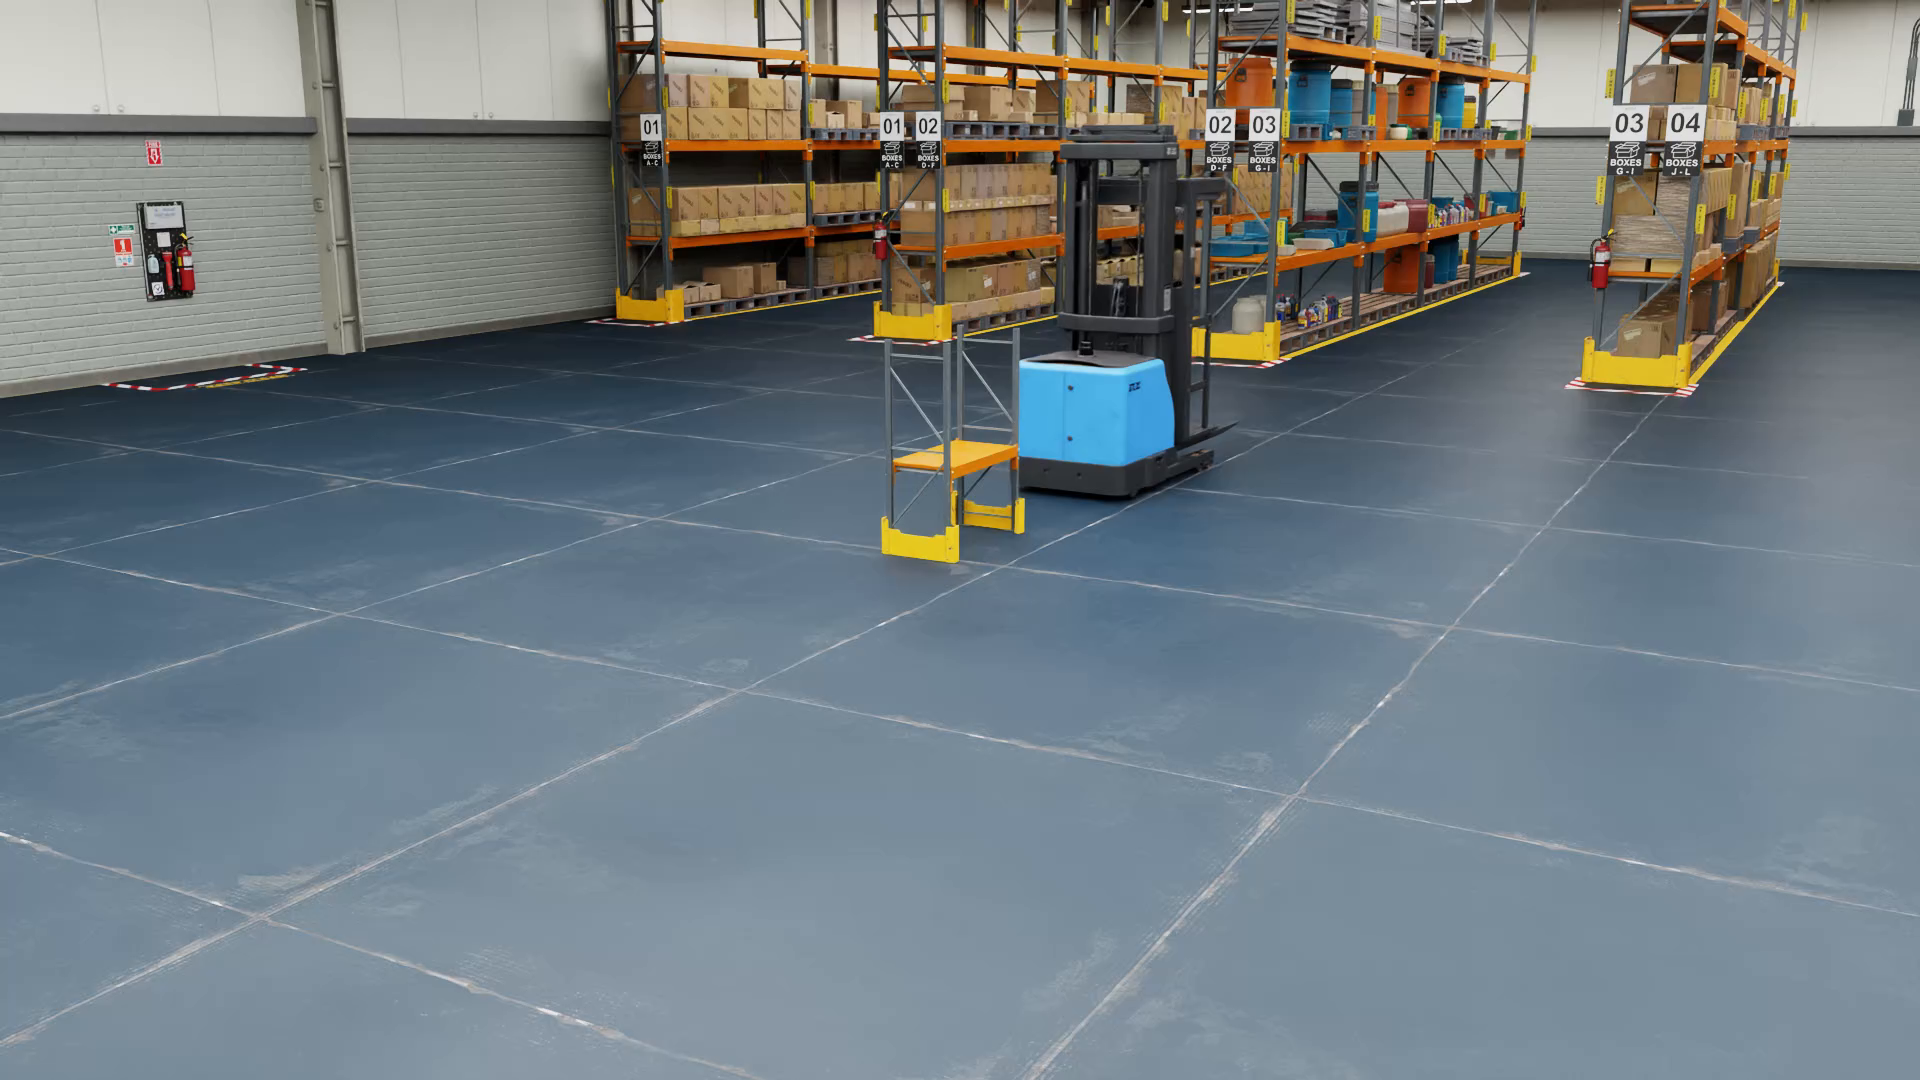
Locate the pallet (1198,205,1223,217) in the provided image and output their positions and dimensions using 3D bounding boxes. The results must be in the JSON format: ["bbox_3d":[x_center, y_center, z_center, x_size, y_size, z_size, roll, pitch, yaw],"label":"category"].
[{"bbox_3d":[4.635,-6.652,33.635,1.003,0.211,1.213,7,15,28],"label":"pallet"}]

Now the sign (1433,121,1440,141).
[{"bbox_3d":[8.002,-6.861,27.914,0.100,0.325,0.005,7,15,28],"label":"sign"}]

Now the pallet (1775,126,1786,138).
[{"bbox_3d":[14.782,-7.605,30.967,1.003,0.211,1.213,7,15,28],"label":"pallet"}]

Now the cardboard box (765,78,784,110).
[{"bbox_3d":[-3.351,-7.571,28.247,0.500,0.500,0.500,8,16,31],"label":"cardboard box"}]

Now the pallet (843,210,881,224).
[{"bbox_3d":[-2.076,-6.133,31.481,1.003,0.211,1.213,7,15,28],"label":"pallet"}]

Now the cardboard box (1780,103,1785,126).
[{"bbox_3d":[15.516,-8.241,32.095,0.700,0.500,0.500,6,15,25],"label":"cardboard box"}]

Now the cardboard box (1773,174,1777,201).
[{"bbox_3d":[14.734,-6.487,30.625,0.500,0.500,0.500,7,15,26],"label":"cardboard box"}]

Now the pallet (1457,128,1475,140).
[{"bbox_3d":[8.612,-7.296,29.901,1.003,0.211,1.213,7,15,28],"label":"pallet"}]

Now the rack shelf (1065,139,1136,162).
[{"bbox_3d":[2.216,-6.774,28.868,1.077,0.370,4.000,7,15,28],"label":"rack shelf"}]

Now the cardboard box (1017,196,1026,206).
[{"bbox_3d":[0.812,-5.331,26.148,0.380,0.149,0.250,7,15,28],"label":"cardboard box"}]

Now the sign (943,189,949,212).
[{"bbox_3d":[-0.202,-4.830,23.652,0.100,0.325,0.005,7,15,28],"label":"sign"}]

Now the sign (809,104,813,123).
[{"bbox_3d":[-2.610,-7.466,29.097,0.100,0.325,0.005,7,15,28],"label":"sign"}]

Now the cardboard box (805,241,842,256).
[{"bbox_3d":[-2.538,-5.423,30.922,0.500,0.250,0.500,7,15,27],"label":"cardboard box"}]

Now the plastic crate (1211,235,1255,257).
[{"bbox_3d":[3.630,-3.937,22.282,0.499,0.251,0.616,7,15,28],"label":"plastic crate"}]

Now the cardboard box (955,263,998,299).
[{"bbox_3d":[0.240,-3.959,25.424,0.500,0.500,0.500,7,15,28],"label":"cardboard box"}]

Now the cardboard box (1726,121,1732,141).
[{"bbox_3d":[9.666,-5.289,21.490,0.500,0.250,0.500,8,16,29],"label":"cardboard box"}]

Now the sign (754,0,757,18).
[{"bbox_3d":[-3.578,-9.325,29.183,0.100,0.325,0.005,7,15,28],"label":"sign"}]

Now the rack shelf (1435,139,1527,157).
[{"bbox_3d":[10.418,-7.854,33.345,1.077,0.370,4.000,7,15,28],"label":"rack shelf"}]

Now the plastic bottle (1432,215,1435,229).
[{"bbox_3d":[8.233,-5.601,29.131,0.152,0.276,0.135,7,15,28],"label":"plastic bottle"}]

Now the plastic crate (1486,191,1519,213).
[{"bbox_3d":[11.386,-7.112,34.930,0.616,0.435,0.499,7,15,28],"label":"plastic crate"}]

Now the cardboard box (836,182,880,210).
[{"bbox_3d":[-1.957,-6.543,31.623,0.700,0.500,0.500,7,15,28],"label":"cardboard box"}]

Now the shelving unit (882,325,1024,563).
[{"bbox_3d":[-0.037,-0.713,11.793,0.587,1.500,1.083,7,15,28],"label":"shelving unit"}]

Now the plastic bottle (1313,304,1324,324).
[{"bbox_3d":[5.194,-3.280,24.112,0.152,0.276,0.135,8,16,29],"label":"plastic bottle"}]

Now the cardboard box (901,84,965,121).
[{"bbox_3d":[-0.403,-6.333,24.087,0.797,0.503,0.637,9,16,32],"label":"cardboard box"}]

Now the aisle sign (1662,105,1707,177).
[{"bbox_3d":[8.218,-4.529,18.872,0.394,0.787,0.004,7,15,28],"label":"aisle sign"}]

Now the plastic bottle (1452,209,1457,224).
[{"bbox_3d":[9.058,-5.951,30.583,0.152,0.276,0.135,7,15,28],"label":"plastic bottle"}]

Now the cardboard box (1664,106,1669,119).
[{"bbox_3d":[8.321,-4.921,19.115,0.380,0.149,0.250,7,15,28],"label":"cardboard box"}]

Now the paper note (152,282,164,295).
[{"bbox_3d":[-9.716,-3.047,20.150,0.016,0.148,0.142,7,15,28],"label":"paper note"}]

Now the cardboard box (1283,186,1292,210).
[{"bbox_3d":[7.072,-7.643,37.124,0.500,0.500,0.500,8,16,30],"label":"cardboard box"}]

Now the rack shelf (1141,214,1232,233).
[{"bbox_3d":[4.150,-6.137,32.623,1.077,0.370,4.000,7,15,28],"label":"rack shelf"}]

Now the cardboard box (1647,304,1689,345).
[{"bbox_3d":[9.189,-2.789,21.640,0.500,0.500,0.500,6,15,23],"label":"cardboard box"}]

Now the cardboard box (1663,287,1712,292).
[{"bbox_3d":[10.482,-3.350,23.925,0.700,0.500,0.500,7,15,28],"label":"cardboard box"}]

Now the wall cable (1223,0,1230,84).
[{"bbox_3d":[8.127,-12.954,42.413,3.097,2.526,0.112,7,15,28],"label":"wall cable"}]

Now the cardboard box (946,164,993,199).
[{"bbox_3d":[0.070,-5.431,25.181,0.700,0.500,0.500,7,15,28],"label":"cardboard box"}]

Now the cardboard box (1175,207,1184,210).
[{"bbox_3d":[3.998,-6.637,32.054,0.700,0.500,0.500,11,17,38],"label":"cardboard box"}]

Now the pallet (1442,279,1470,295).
[{"bbox_3d":[9.041,-4.826,31.600,1.003,0.211,1.213,7,15,28],"label":"pallet"}]

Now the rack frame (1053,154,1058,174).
[{"bbox_3d":[2.712,-8.278,39.970,1.000,3.000,0.127,7,15,28],"label":"rack frame"}]

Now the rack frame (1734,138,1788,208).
[{"bbox_3d":[15.720,-6.594,32.986,1.000,3.000,0.127,7,15,28],"label":"rack frame"}]

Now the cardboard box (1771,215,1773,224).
[{"bbox_3d":[14.847,-5.941,30.811,0.380,0.149,0.250,8,15,29],"label":"cardboard box"}]

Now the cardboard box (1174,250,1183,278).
[{"bbox_3d":[4.148,-5.346,32.204,0.500,0.500,0.500,7,15,27],"label":"cardboard box"}]

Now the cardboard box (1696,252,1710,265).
[{"bbox_3d":[9.142,-3.518,20.761,0.380,0.149,0.250,7,15,28],"label":"cardboard box"}]

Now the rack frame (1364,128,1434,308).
[{"bbox_3d":[7.517,-5.514,28.506,1.000,3.000,0.127,7,15,28],"label":"rack frame"}]

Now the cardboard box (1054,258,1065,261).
[{"bbox_3d":[1.930,-4.823,29.415,0.500,0.311,0.500,7,15,27],"label":"cardboard box"}]

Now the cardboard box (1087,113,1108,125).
[{"bbox_3d":[2.227,-7.230,28.648,0.500,0.250,0.500,6,15,23],"label":"cardboard box"}]

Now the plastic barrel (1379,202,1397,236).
[{"bbox_3d":[6.802,-5.170,26.790,0.433,0.535,0.433,0,14,0],"label":"plastic barrel"}]

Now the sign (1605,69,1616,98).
[{"bbox_3d":[7.509,-5.267,19.193,0.100,0.325,0.005,7,15,28],"label":"sign"}]

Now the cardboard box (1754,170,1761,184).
[{"bbox_3d":[13.485,-6.178,28.906,0.797,0.503,0.637,7,15,27],"label":"cardboard box"}]

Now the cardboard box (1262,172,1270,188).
[{"bbox_3d":[6.337,-7.814,35.698,0.500,0.500,0.500,8,16,30],"label":"cardboard box"}]

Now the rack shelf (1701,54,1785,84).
[{"bbox_3d":[12.820,-7.736,27.308,1.077,0.370,4.000,7,15,28],"label":"rack shelf"}]

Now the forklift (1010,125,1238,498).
[{"bbox_3d":[1.585,-2.062,14.333,1.130,2.935,3.031,8,16,29],"label":"forklift"}]

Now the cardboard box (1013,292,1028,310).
[{"bbox_3d":[0.737,-3.797,26.356,0.500,0.250,0.500,7,15,28],"label":"cardboard box"}]

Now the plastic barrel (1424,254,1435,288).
[{"bbox_3d":[8.285,-4.880,30.125,0.600,0.588,0.708,7,15,28],"label":"plastic barrel"}]

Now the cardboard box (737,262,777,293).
[{"bbox_3d":[-3.556,-4.597,29.097,0.500,0.500,0.500,6,15,24],"label":"cardboard box"}]
